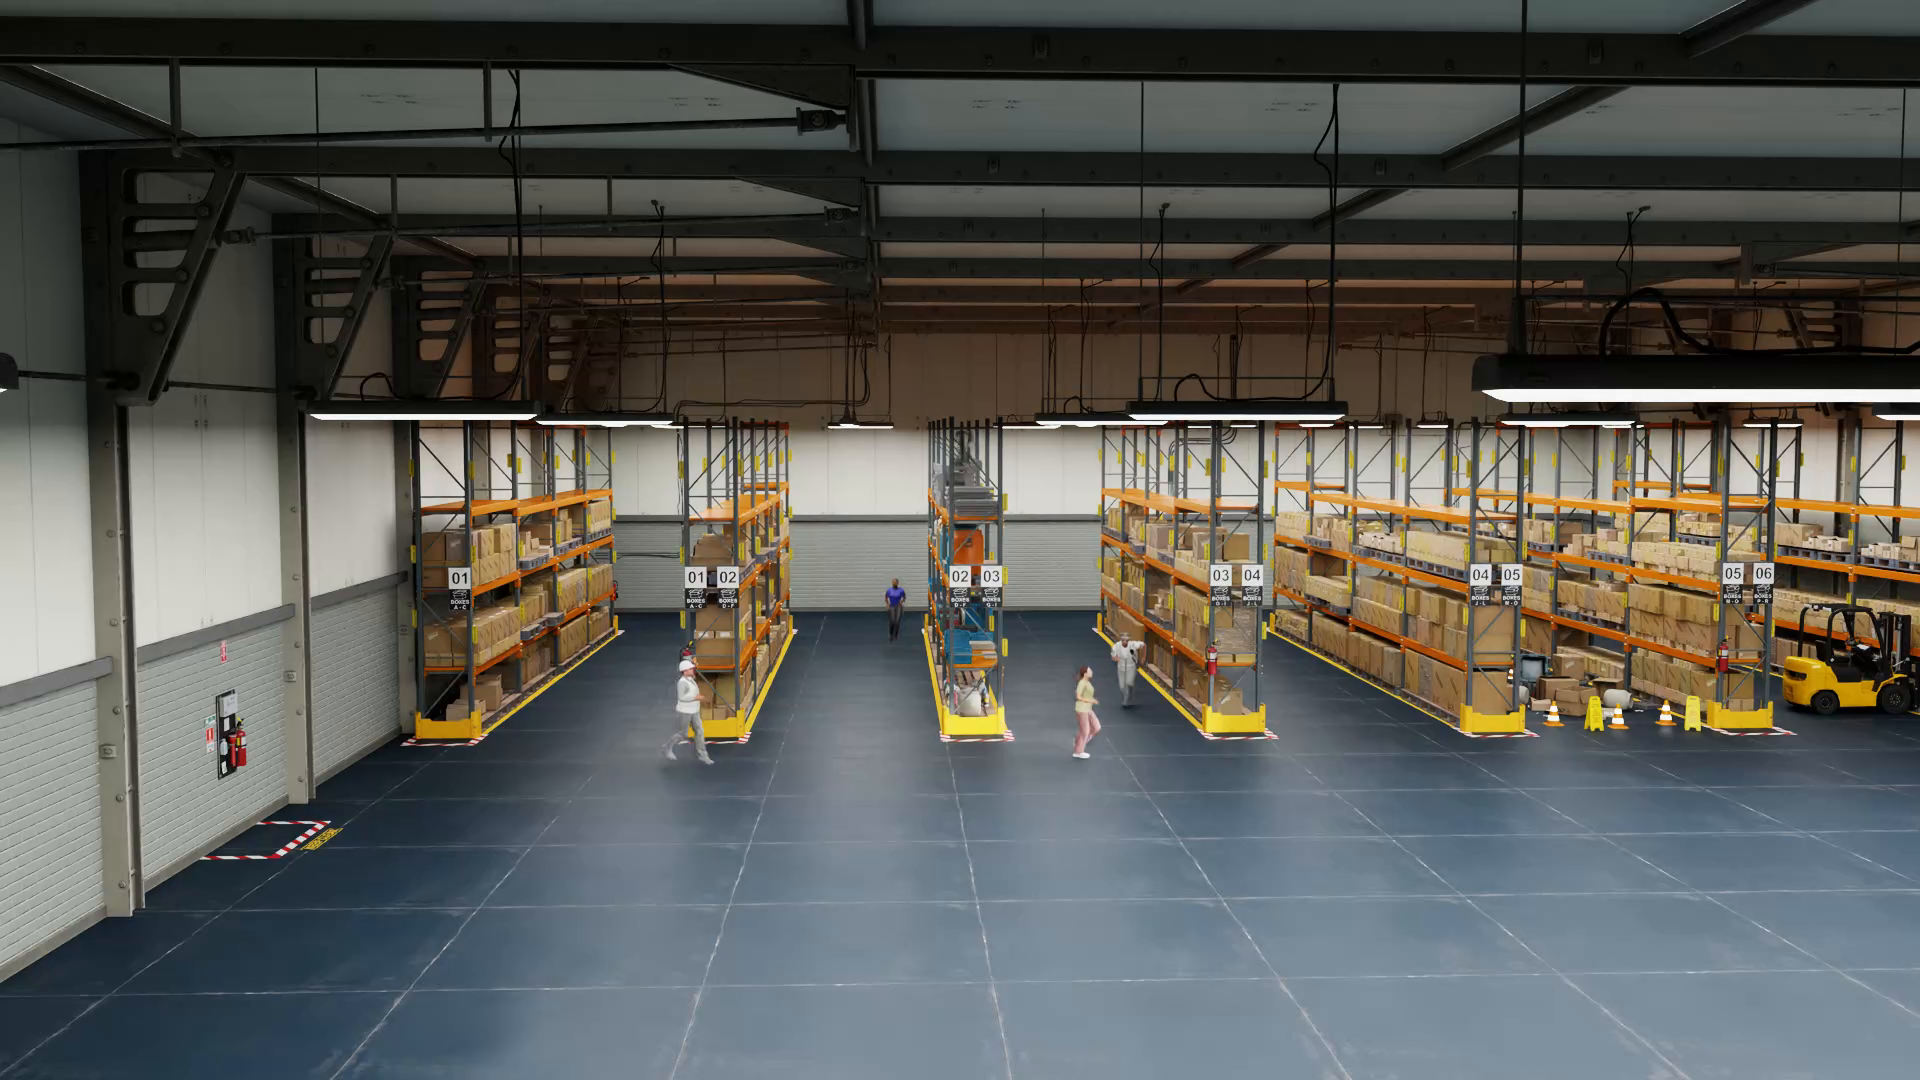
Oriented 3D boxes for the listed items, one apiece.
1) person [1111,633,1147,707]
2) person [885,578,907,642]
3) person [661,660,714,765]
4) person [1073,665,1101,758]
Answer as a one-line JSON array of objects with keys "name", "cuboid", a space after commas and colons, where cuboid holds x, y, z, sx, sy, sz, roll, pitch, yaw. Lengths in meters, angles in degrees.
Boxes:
[{"name": "person", "cuboid": [3.489, 2.681, 34.375, 0.705, 1.597, 0.938, 1, 4, 15]}, {"name": "person", "cuboid": [-1.664, 1.824, 43.070, 0.561, 1.657, 0.569, 0, 4, -3]}, {"name": "person", "cuboid": [-4.691, 2.962, 28.554, 0.928, 1.802, 0.654, 1, 4, 15]}, {"name": "person", "cuboid": [2.212, 3.002, 29.100, 0.539, 1.638, 0.562, 1, 4, 22]}]
